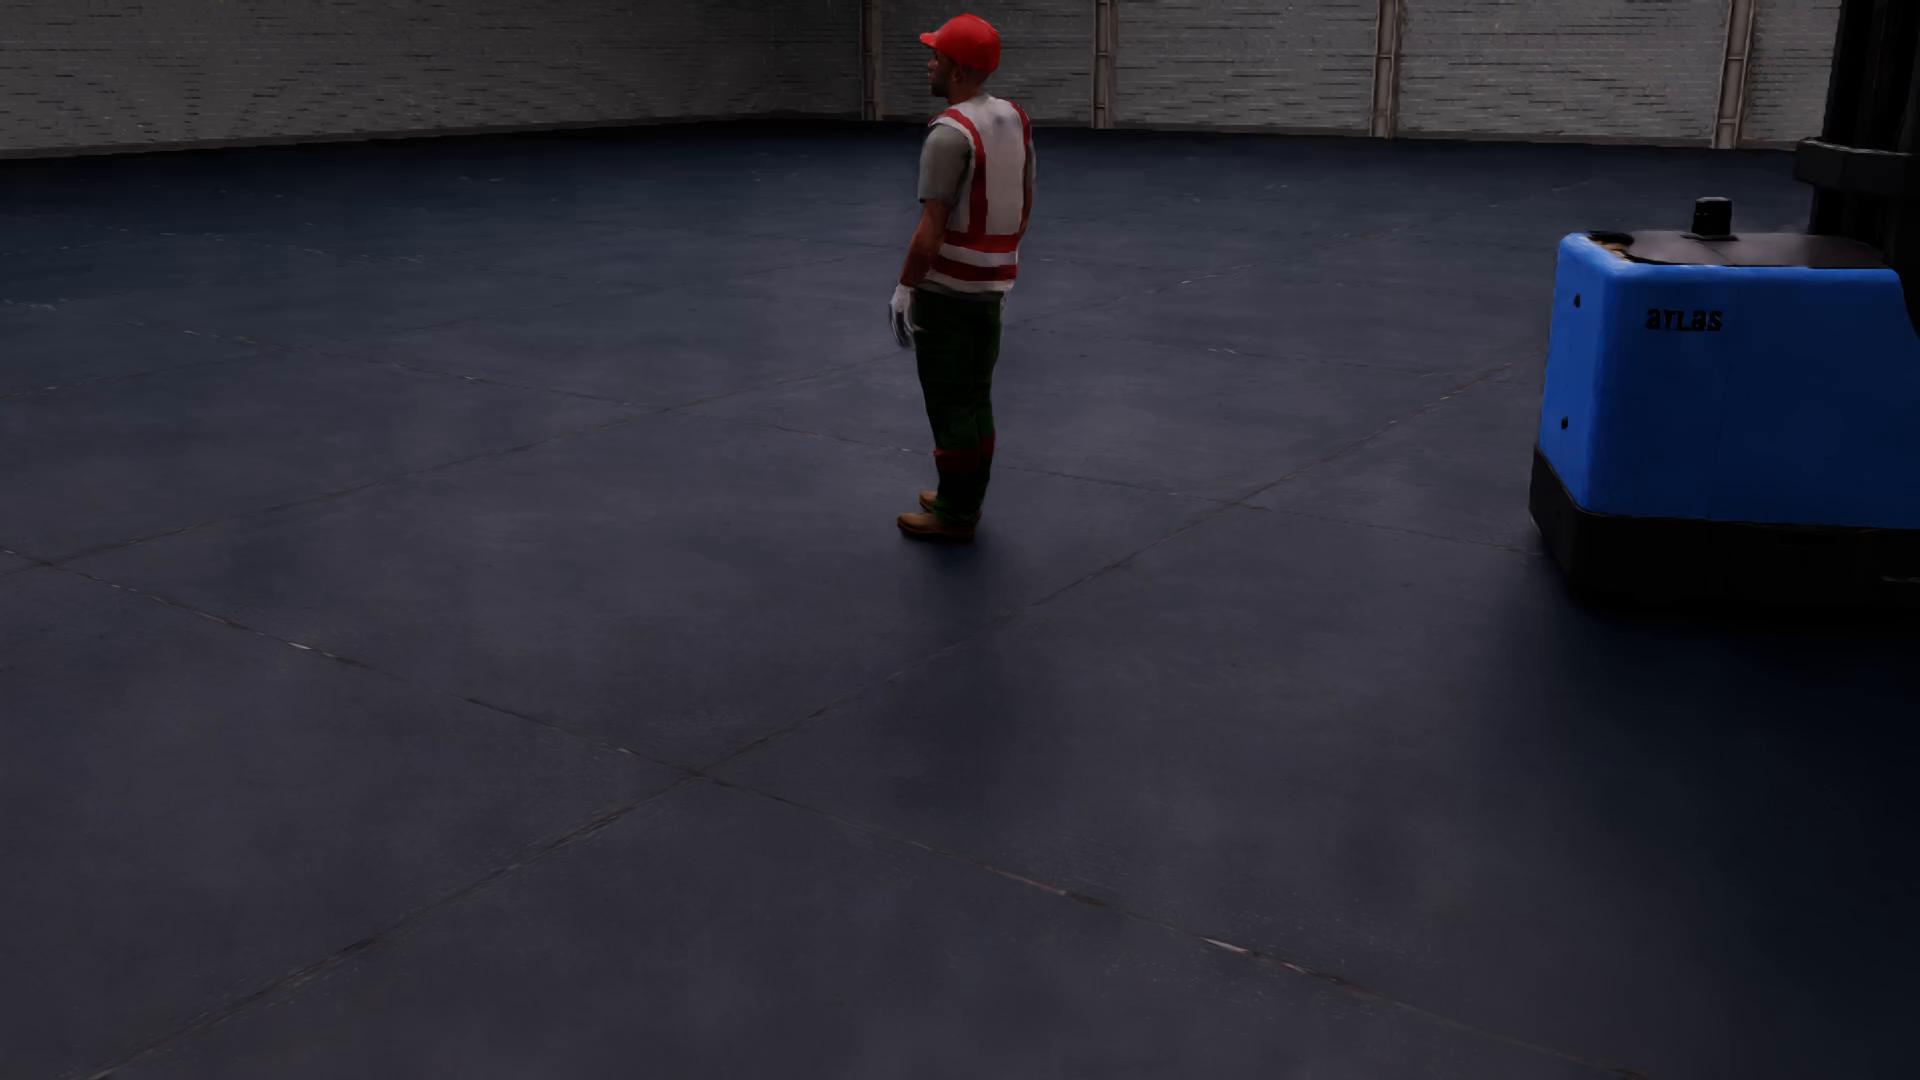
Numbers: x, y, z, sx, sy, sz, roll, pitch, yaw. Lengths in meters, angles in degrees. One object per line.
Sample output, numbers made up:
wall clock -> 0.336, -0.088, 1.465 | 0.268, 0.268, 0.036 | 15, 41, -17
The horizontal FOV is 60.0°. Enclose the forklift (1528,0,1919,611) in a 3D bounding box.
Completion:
forklift -> 3.493, -1.252, 5.020 | 3.031, 2.935, 1.130 | 3, 17, 10

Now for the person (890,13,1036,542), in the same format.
person -> -0.059, -0.880, 5.743 | 0.564, 1.787, 0.637 | 11, 20, 33
